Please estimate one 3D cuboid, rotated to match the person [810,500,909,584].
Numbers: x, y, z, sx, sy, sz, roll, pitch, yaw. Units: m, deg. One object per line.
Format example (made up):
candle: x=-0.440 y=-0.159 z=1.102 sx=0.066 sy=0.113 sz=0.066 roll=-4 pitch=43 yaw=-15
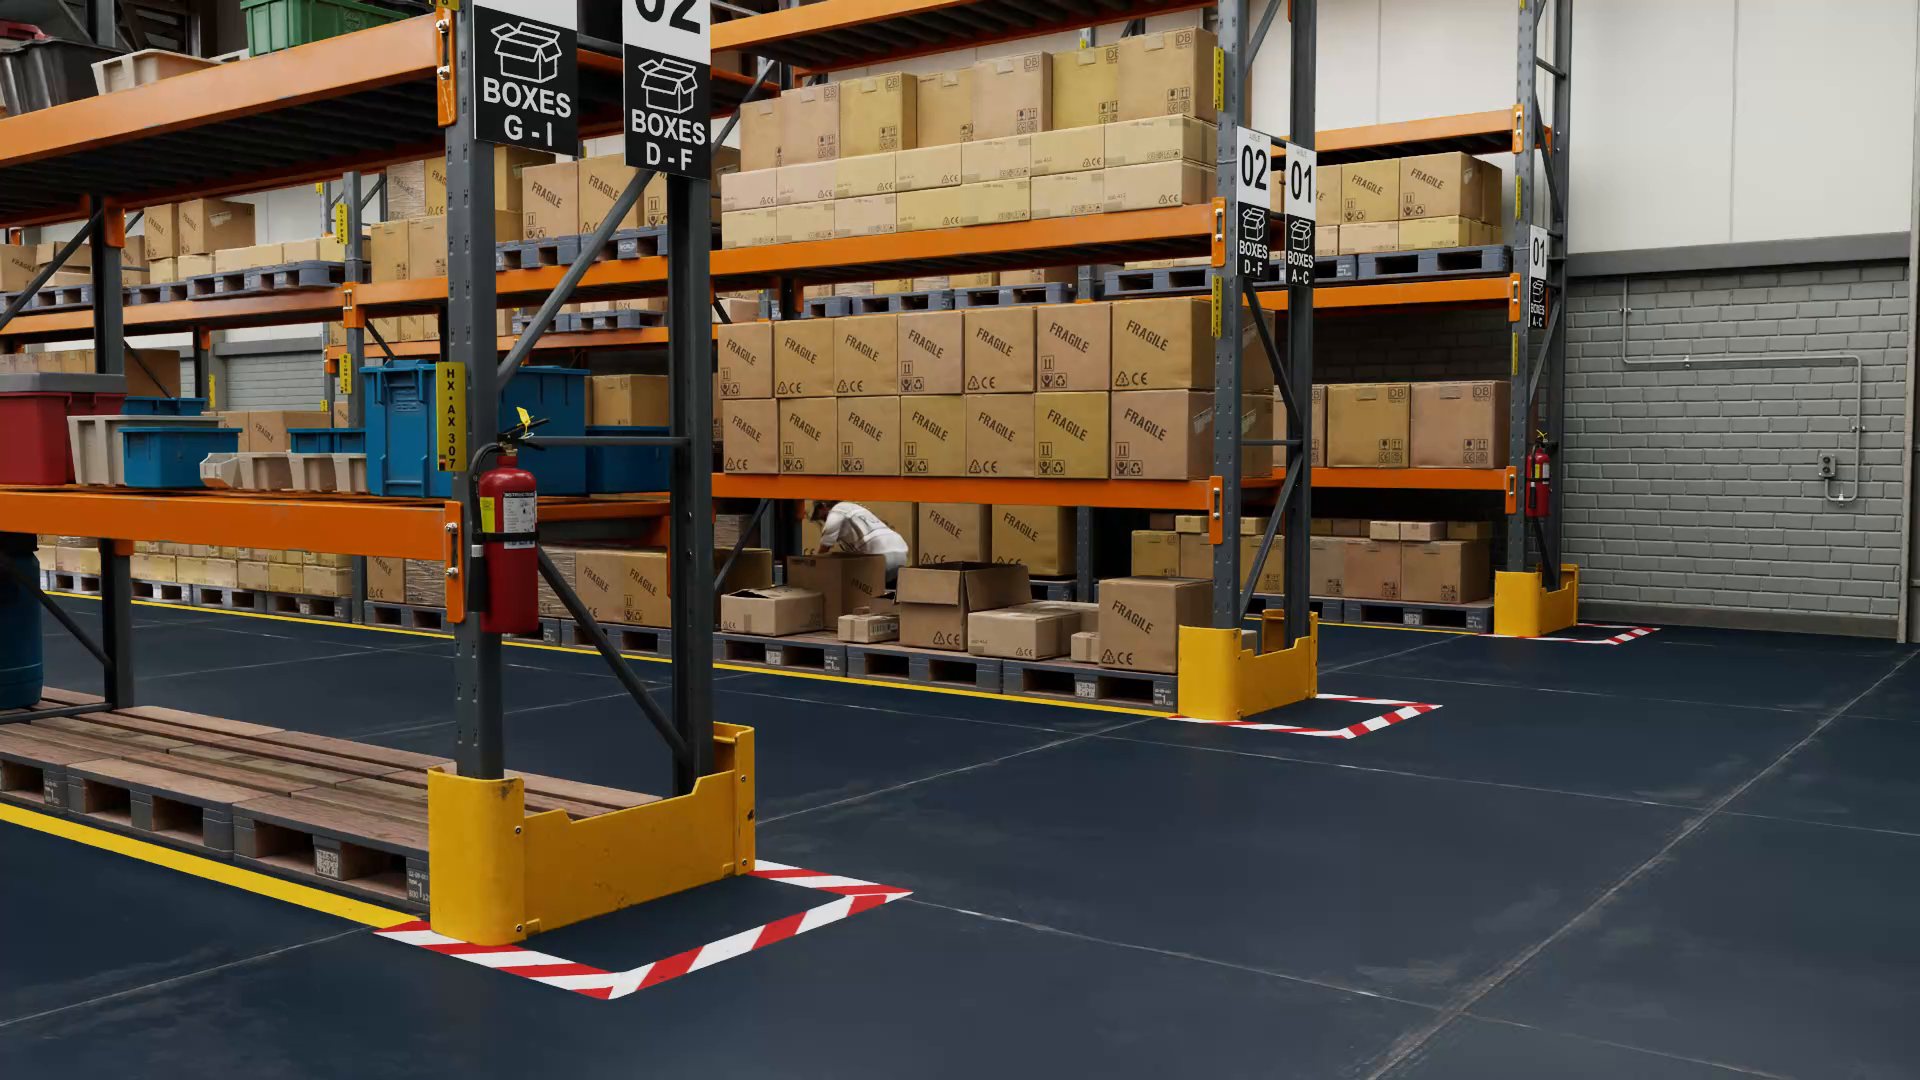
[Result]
person: x=-0.826 y=0.181 z=13.168 sx=0.823 sy=1.133 sz=0.538 roll=2 pitch=4 yaw=34
